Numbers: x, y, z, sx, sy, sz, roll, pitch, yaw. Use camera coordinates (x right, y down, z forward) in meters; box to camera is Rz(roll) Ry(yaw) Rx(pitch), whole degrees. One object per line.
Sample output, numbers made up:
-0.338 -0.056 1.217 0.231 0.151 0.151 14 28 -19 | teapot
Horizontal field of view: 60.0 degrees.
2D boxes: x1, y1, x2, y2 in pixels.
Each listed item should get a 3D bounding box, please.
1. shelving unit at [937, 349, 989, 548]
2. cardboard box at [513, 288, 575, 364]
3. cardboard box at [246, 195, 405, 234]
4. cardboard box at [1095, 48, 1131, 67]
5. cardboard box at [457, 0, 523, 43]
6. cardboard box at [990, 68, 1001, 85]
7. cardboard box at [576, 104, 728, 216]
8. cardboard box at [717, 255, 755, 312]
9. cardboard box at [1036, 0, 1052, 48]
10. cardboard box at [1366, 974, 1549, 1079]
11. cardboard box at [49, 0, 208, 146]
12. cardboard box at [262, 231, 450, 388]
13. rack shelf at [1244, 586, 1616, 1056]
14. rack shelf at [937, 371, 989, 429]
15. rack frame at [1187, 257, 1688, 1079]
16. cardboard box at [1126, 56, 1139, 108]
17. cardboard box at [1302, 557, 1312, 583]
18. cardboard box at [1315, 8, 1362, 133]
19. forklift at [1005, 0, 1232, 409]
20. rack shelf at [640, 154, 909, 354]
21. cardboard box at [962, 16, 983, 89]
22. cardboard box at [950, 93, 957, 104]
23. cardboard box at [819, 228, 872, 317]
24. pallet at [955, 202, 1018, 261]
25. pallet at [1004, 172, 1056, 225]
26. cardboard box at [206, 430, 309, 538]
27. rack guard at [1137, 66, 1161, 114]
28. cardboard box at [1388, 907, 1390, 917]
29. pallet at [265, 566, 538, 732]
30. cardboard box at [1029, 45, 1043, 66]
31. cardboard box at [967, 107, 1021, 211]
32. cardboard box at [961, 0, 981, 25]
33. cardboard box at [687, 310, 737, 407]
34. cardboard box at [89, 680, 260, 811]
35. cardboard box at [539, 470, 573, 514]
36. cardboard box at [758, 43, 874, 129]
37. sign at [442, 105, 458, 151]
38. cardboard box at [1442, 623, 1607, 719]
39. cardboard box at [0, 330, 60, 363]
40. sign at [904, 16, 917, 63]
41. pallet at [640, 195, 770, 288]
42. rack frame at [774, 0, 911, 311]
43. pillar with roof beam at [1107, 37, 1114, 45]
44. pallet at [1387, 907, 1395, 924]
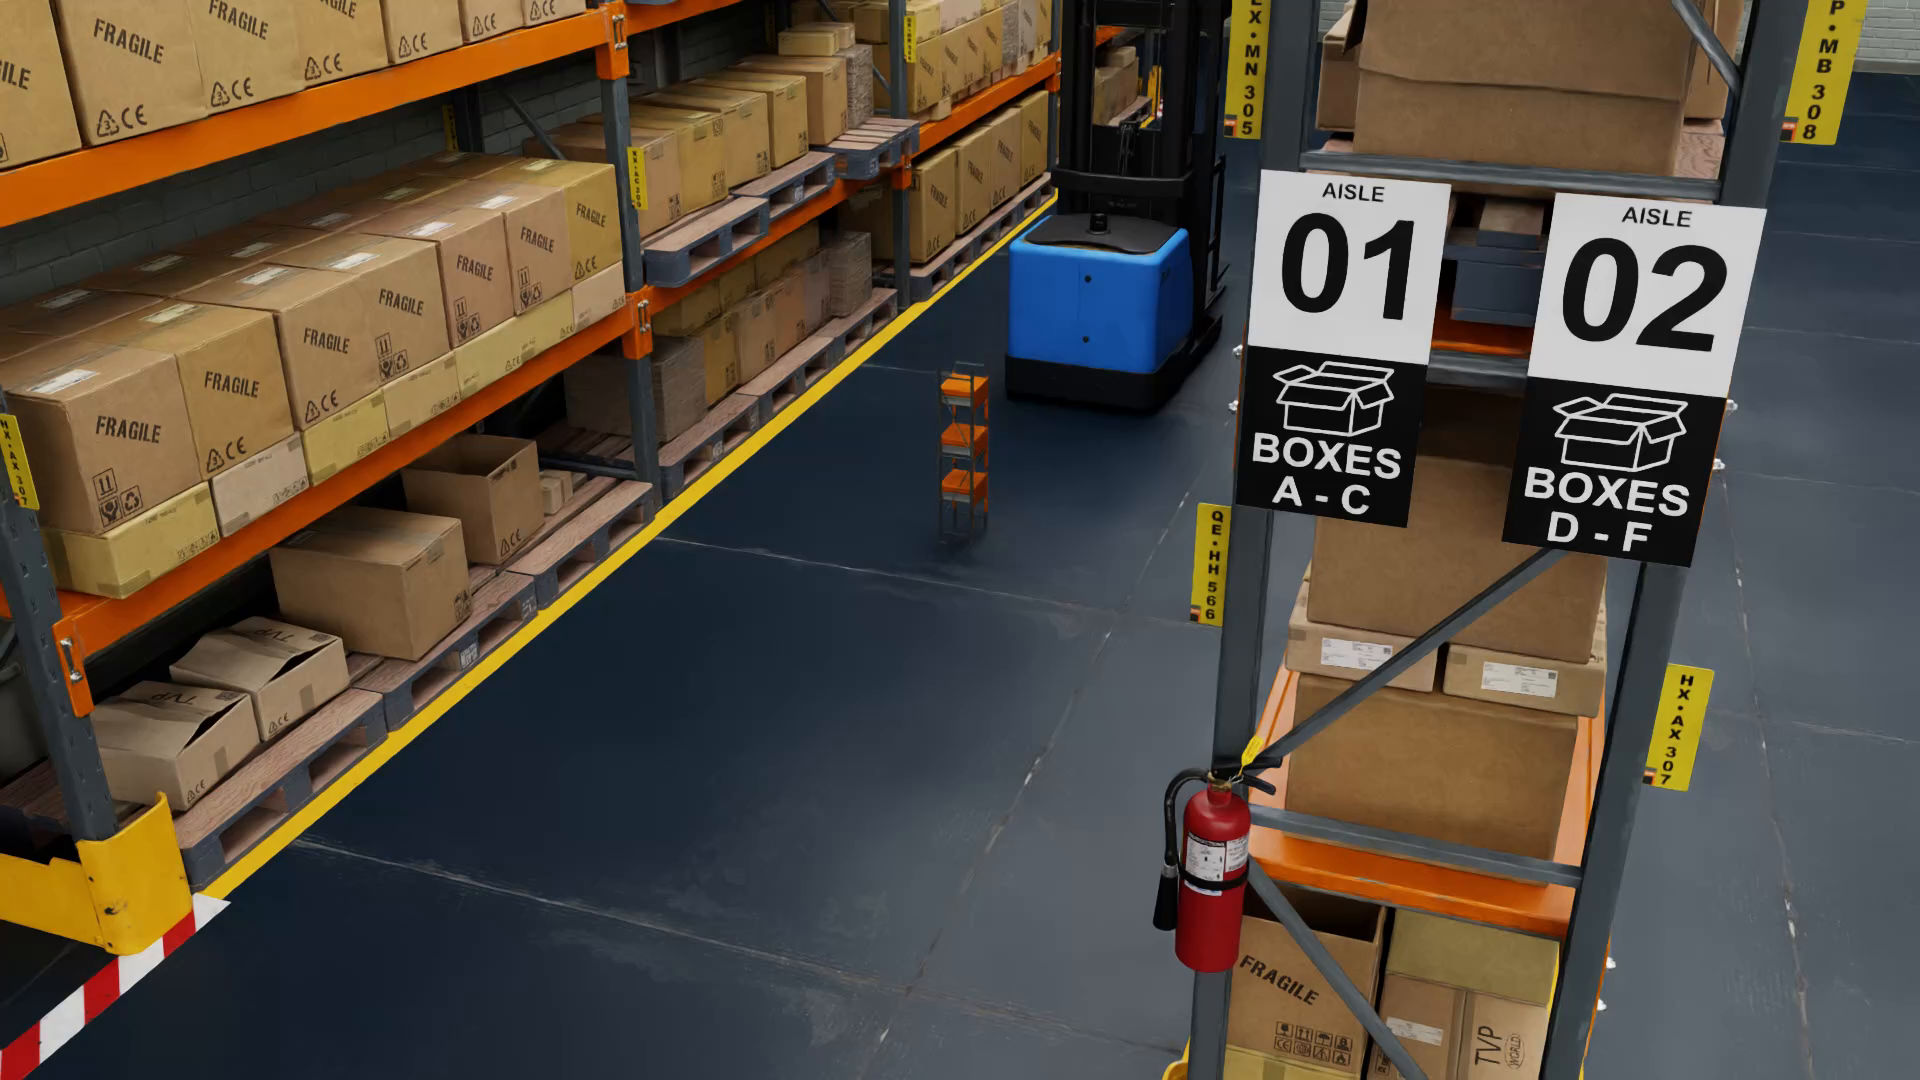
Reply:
0.018 -0.495 9.067 0.215 1.050 0.252 9 27 17 | shelving unit
-2.257 -1.084 8.196 0.500 0.250 0.500 9 27 18 | cardboard box
-2.912 -1.285 7.750 0.500 0.500 0.500 10 27 19 | cardboard box
1.688 -5.386 18.573 0.380 0.149 0.250 9 27 19 | cardboard box
-2.327 -2.540 7.473 0.500 0.500 0.500 6 27 13 | cardboard box
0.141 -4.073 14.485 0.380 0.149 0.250 8 27 16 | cardboard box
-1.817 -2.261 9.857 0.700 0.500 0.500 12 28 23 | cardboard box
-1.669 -1.696 10.814 0.500 0.250 0.500 8 27 16 | cardboard box
0.535 -4.834 15.313 0.500 0.500 0.500 8 27 17 | cardboard box
1.518 1.636 5.102 0.500 0.250 0.500 9 27 17 | cardboard box
-2.983 -1.662 5.660 0.500 0.500 0.500 11 28 21 | cardboard box
-2.588 -1.000 7.161 0.500 0.500 0.500 10 27 19 | cardboard box
1.796 0.278 6.060 1.077 0.370 4.000 9 27 17 | rack shelf
0.018 -0.740 8.948 0.215 0.259 0.240 9 27 17 | rack shelf
1.130 0.776 4.206 1.000 3.000 0.127 9 27 17 | rack frame
1.643 -5.278 19.095 0.700 0.500 0.500 9 27 17 | cardboard box
1.163 0.146 4.646 0.380 0.149 0.250 9 27 19 | cardboard box
1.265 -1.270 4.519 0.500 0.250 0.500 9 27 17 | cardboard box
1.305 -2.795 11.660 1.130 2.935 3.031 10 27 19 | forklift
-1.546 -2.083 10.935 1.077 0.370 4.000 9 27 17 | rack shelf
-0.128 -3.997 13.583 0.500 0.500 0.500 9 27 17 | cardboard box
-0.246 -3.655 13.621 0.380 0.149 0.250 9 27 19 | cardboard box
-1.071 -1.998 12.298 0.700 0.500 0.500 9 27 18 | cardboard box
-0.139 -2.786 14.762 1.003 0.211 1.213 9 27 17 | pallet
0.265 -3.289 15.801 1.003 0.211 1.213 9 27 17 | pallet
-2.921 -0.252 6.479 0.500 0.250 0.500 8 27 16 | cardboard box
1.790 -5.401 19.831 1.175 0.500 0.348 9 27 17 | rack guard
1.350 1.148 6.110 0.500 0.250 0.500 9 27 17 | cardboard box
-2.806 0.454 8.069 1.003 0.211 1.213 9 27 17 | pallet
0.544 -4.481 15.329 0.380 0.149 0.250 9 27 18 | cardboard box
0.064 -3.442 14.902 0.750 0.750 0.750 10 27 19 | cardboard box
-0.145 -4.330 13.412 0.500 0.250 0.500 9 27 18 | cardboard box
-1.858 -1.182 10.613 0.700 0.500 0.500 8 27 16 | cardboard box
-3.227 0.800 6.736 0.500 0.311 0.500 6 26 12 | cardboard box
-2.361 -0.283 9.140 0.380 0.166 0.250 5 26 11 | cardboard box
-1.027 -3.277 11.957 0.700 0.500 0.500 6 26 11 | cardboard box
-2.736 -2.185 8.992 0.100 0.325 0.005 9 27 17 | sign
1.464 0.309 4.311 0.380 0.149 0.250 9 27 17 | cardboard box
-3.586 -0.445 6.015 0.500 0.500 0.500 8 27 17 | cardboard box
-0.365 -3.639 12.087 0.100 0.325 0.005 9 27 17 | sign
-1.820 -1.791 9.728 1.003 0.211 1.213 9 27 17 | pallet
-0.880 -3.229 12.476 1.000 3.000 0.127 9 27 17 | rack frame
5.924 -9.827 19.220 9.100 9.000 0.400 9 27 17 | pillar with roof beam
1.753 1.211 6.507 1.003 0.211 1.213 9 27 17 | pallet
